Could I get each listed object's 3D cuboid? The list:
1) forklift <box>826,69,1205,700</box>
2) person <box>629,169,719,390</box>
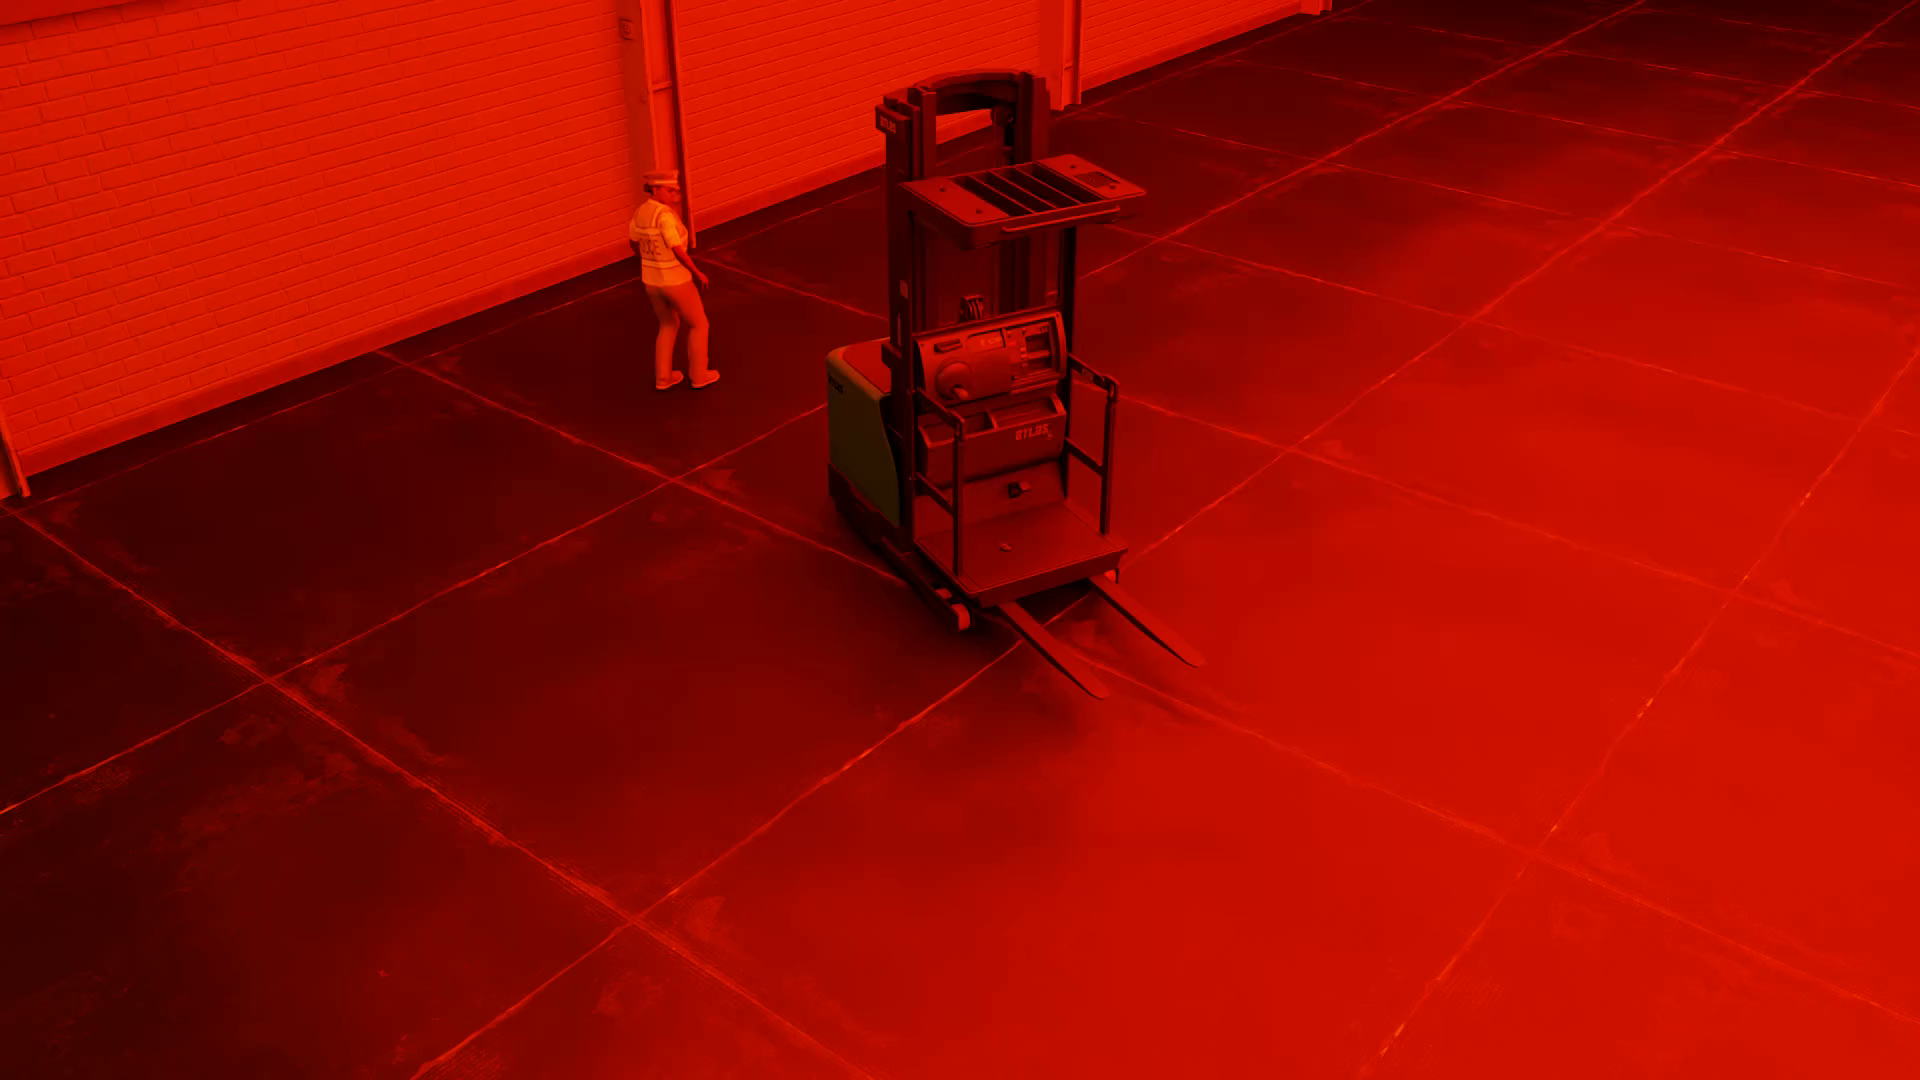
[{"bbox_3d":[0.294,-0.996,9.299,1.130,2.935,3.031,-15,34,-25],"label":"forklift"},{"bbox_3d":[-2.099,-1.901,12.129,0.648,1.648,0.479,21,36,31],"label":"person"}]
